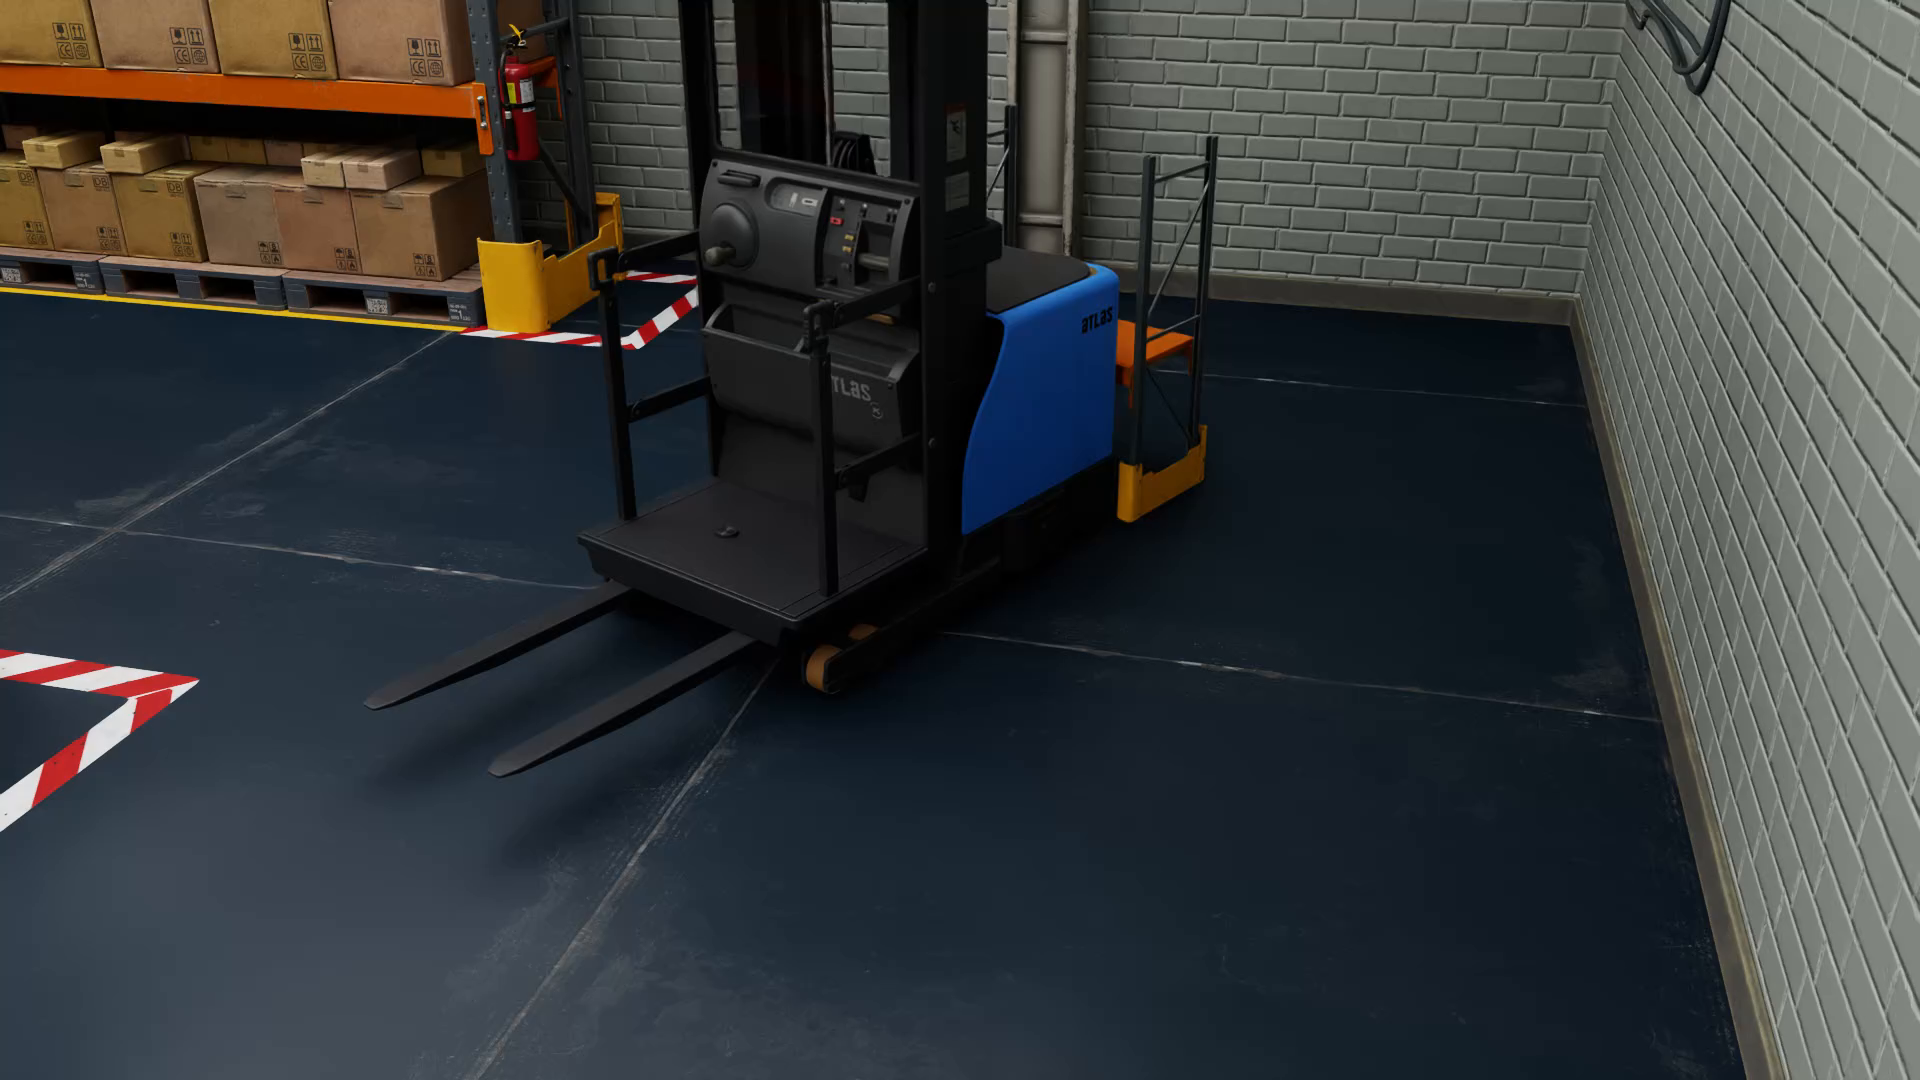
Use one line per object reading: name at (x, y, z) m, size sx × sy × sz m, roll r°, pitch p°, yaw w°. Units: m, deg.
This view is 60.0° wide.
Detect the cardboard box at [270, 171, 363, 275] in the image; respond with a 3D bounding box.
cardboard box at (-3.533, -1.892, 9.654) m, size 0.500 × 0.500 × 0.700 m, roll 6°, pitch 26°, yaw 13°

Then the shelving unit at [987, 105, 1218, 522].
shelving unit at (0.477, -0.993, 7.091) m, size 1.083 × 1.500 × 0.587 m, roll 19°, pitch 31°, yaw 35°

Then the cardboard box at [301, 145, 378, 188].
cardboard box at (-3.466, -2.097, 9.329) m, size 0.250 × 0.149 × 0.380 m, roll 7°, pitch 26°, yaw 14°

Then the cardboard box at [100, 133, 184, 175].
cardboard box at (-4.729, -2.235, 9.621) m, size 0.250 × 0.149 × 0.380 m, roll 6°, pitch 26°, yaw 12°

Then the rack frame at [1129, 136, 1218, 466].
rack frame at (0.865, -0.858, 6.807) m, size 0.032 × 1.500 × 0.500 m, roll 19°, pitch 31°, yaw 35°

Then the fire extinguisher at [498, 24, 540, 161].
fire extinguisher at (-2.314, -2.333, 8.684) m, size 0.183 × 0.674 × 0.296 m, roll 6°, pitch 26°, yaw 13°

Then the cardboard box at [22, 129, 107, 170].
cardboard box at (-5.234, -2.291, 9.738) m, size 0.250 × 0.149 × 0.380 m, roll 7°, pitch 26°, yaw 15°

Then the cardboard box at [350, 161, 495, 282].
cardboard box at (-3.048, -1.839, 9.542) m, size 0.500 × 0.500 × 0.700 m, roll 6°, pitch 26°, yaw 13°

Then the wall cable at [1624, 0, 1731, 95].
wall cable at (3.043, -3.297, 6.819) m, size 0.112 × 2.526 × 3.097 m, roll 6°, pitch 26°, yaw 13°

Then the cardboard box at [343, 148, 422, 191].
cardboard box at (-3.218, -2.069, 9.272) m, size 0.250 × 0.149 × 0.380 m, roll 6°, pitch 26°, yaw 12°

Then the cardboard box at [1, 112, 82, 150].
cardboard box at (-5.612, -2.502, 10.181) m, size 0.250 × 0.149 × 0.380 m, roll 6°, pitch 26°, yaw 13°

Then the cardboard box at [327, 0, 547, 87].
cardboard box at (-2.842, -2.930, 9.066) m, size 0.700 × 0.700 × 0.980 m, roll 8°, pitch 26°, yaw 15°

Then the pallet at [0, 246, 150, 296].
pallet at (-5.502, -1.800, 10.284) m, size 1.213 × 0.211 × 1.003 m, roll 6°, pitch 26°, yaw 13°

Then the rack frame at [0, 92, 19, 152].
rack frame at (-6.219, -3.173, 9.924) m, size 0.127 × 3.000 × 1.000 m, roll 6°, pitch 26°, yaw 13°

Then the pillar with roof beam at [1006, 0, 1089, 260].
pillar with roof beam at (-0.587, -3.732, 4.120) m, size 0.400 × 9.000 × 9.100 m, roll 6°, pitch 26°, yaw 13°

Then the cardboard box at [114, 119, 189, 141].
cardboard box at (-4.845, -2.418, 10.005) m, size 0.250 × 0.149 × 0.380 m, roll 5°, pitch 26°, yaw 11°

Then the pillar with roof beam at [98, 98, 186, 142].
pillar with roof beam at (-6.398, -4.374, 5.469) m, size 0.400 × 9.000 × 9.100 m, roll 6°, pitch 26°, yaw 13°

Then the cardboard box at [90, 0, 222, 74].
cardboard box at (-4.285, -3.089, 9.400) m, size 0.700 × 0.700 × 0.980 m, roll 5°, pitch 26°, yaw 10°

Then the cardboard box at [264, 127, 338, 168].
cardboard box at (-3.857, -2.309, 9.776) m, size 0.250 × 0.149 × 0.380 m, roll 7°, pitch 26°, yaw 14°

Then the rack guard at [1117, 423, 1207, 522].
rack guard at (0.863, -0.294, 7.076) m, size 0.087 × 0.250 × 0.587 m, roll 19°, pitch 31°, yaw 35°

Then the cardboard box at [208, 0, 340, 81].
cardboard box at (-3.549, -3.004, 9.220) m, size 0.700 × 0.700 × 0.980 m, roll 6°, pitch 26°, yaw 13°

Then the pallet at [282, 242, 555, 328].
pallet at (-3.139, -1.538, 9.736) m, size 1.213 × 0.211 × 1.003 m, roll 6°, pitch 26°, yaw 13°

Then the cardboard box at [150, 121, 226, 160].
cardboard box at (-4.601, -2.391, 9.948) m, size 0.250 × 0.149 × 0.380 m, roll 7°, pitch 26°, yaw 14°

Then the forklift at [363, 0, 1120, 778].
forklift at (-0.663, -1.040, 5.524) m, size 1.130 × 2.935 × 3.031 m, roll 18°, pitch 31°, yaw 34°

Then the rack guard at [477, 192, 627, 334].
rack guard at (-2.322, -1.613, 9.557) m, size 0.348 × 0.500 × 1.175 m, roll 6°, pitch 26°, yaw 13°

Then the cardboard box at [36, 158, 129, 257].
cardboard box at (-5.035, -2.056, 9.998) m, size 0.500 × 0.500 × 0.700 m, roll 6°, pitch 26°, yaw 12°

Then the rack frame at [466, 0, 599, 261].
rack frame at (-2.345, -2.744, 9.025) m, size 0.127 × 3.000 × 1.000 m, roll 6°, pitch 26°, yaw 13°

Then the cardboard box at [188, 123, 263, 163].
cardboard box at (-4.351, -2.364, 9.890) m, size 0.250 × 0.149 × 0.380 m, roll 6°, pitch 26°, yaw 12°

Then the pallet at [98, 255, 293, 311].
pallet at (-4.317, -1.670, 10.012) m, size 1.213 × 0.211 × 1.003 m, roll 6°, pitch 26°, yaw 13°

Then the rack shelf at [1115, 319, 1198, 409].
rack shelf at (0.470, -0.833, 7.173) m, size 1.000 × 0.185 × 0.538 m, roll 19°, pitch 31°, yaw 35°

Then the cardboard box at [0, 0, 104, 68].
cardboard box at (-4.992, -3.163, 9.555) m, size 0.700 × 0.700 × 0.980 m, roll 6°, pitch 26°, yaw 12°

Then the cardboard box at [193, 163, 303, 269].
cardboard box at (-4.020, -1.946, 9.767) m, size 0.500 × 0.500 × 0.700 m, roll 5°, pitch 26°, yaw 11°

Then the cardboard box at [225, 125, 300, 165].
cardboard box at (-4.106, -2.336, 9.833) m, size 0.250 × 0.149 × 0.380 m, roll 7°, pitch 26°, yaw 14°

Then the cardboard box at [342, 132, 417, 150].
cardboard box at (-3.368, -2.255, 9.663) m, size 0.250 × 0.149 × 0.380 m, roll 6°, pitch 26°, yaw 13°

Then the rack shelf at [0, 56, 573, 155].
rack shelf at (-4.282, -2.634, 9.629) m, size 4.000 × 0.370 × 1.077 m, roll 6°, pitch 26°, yaw 13°

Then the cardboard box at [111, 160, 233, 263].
cardboard box at (-4.538, -2.000, 9.880) m, size 0.500 × 0.500 × 0.700 m, roll 7°, pitch 26°, yaw 14°

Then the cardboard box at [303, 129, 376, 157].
cardboard box at (-3.610, -2.282, 9.719) m, size 0.250 × 0.149 × 0.380 m, roll 7°, pitch 26°, yaw 13°

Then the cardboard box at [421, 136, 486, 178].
cardboard box at (-2.877, -2.201, 9.549) m, size 0.250 × 0.149 × 0.380 m, roll 6°, pitch 26°, yaw 13°

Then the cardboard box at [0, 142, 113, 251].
cardboard box at (-5.521, -2.111, 10.114) m, size 0.500 × 0.500 × 0.700 m, roll 7°, pitch 26°, yaw 14°

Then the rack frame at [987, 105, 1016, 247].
rack frame at (0.075, -1.133, 7.385) m, size 0.032 × 1.500 × 0.500 m, roll 19°, pitch 31°, yaw 35°
